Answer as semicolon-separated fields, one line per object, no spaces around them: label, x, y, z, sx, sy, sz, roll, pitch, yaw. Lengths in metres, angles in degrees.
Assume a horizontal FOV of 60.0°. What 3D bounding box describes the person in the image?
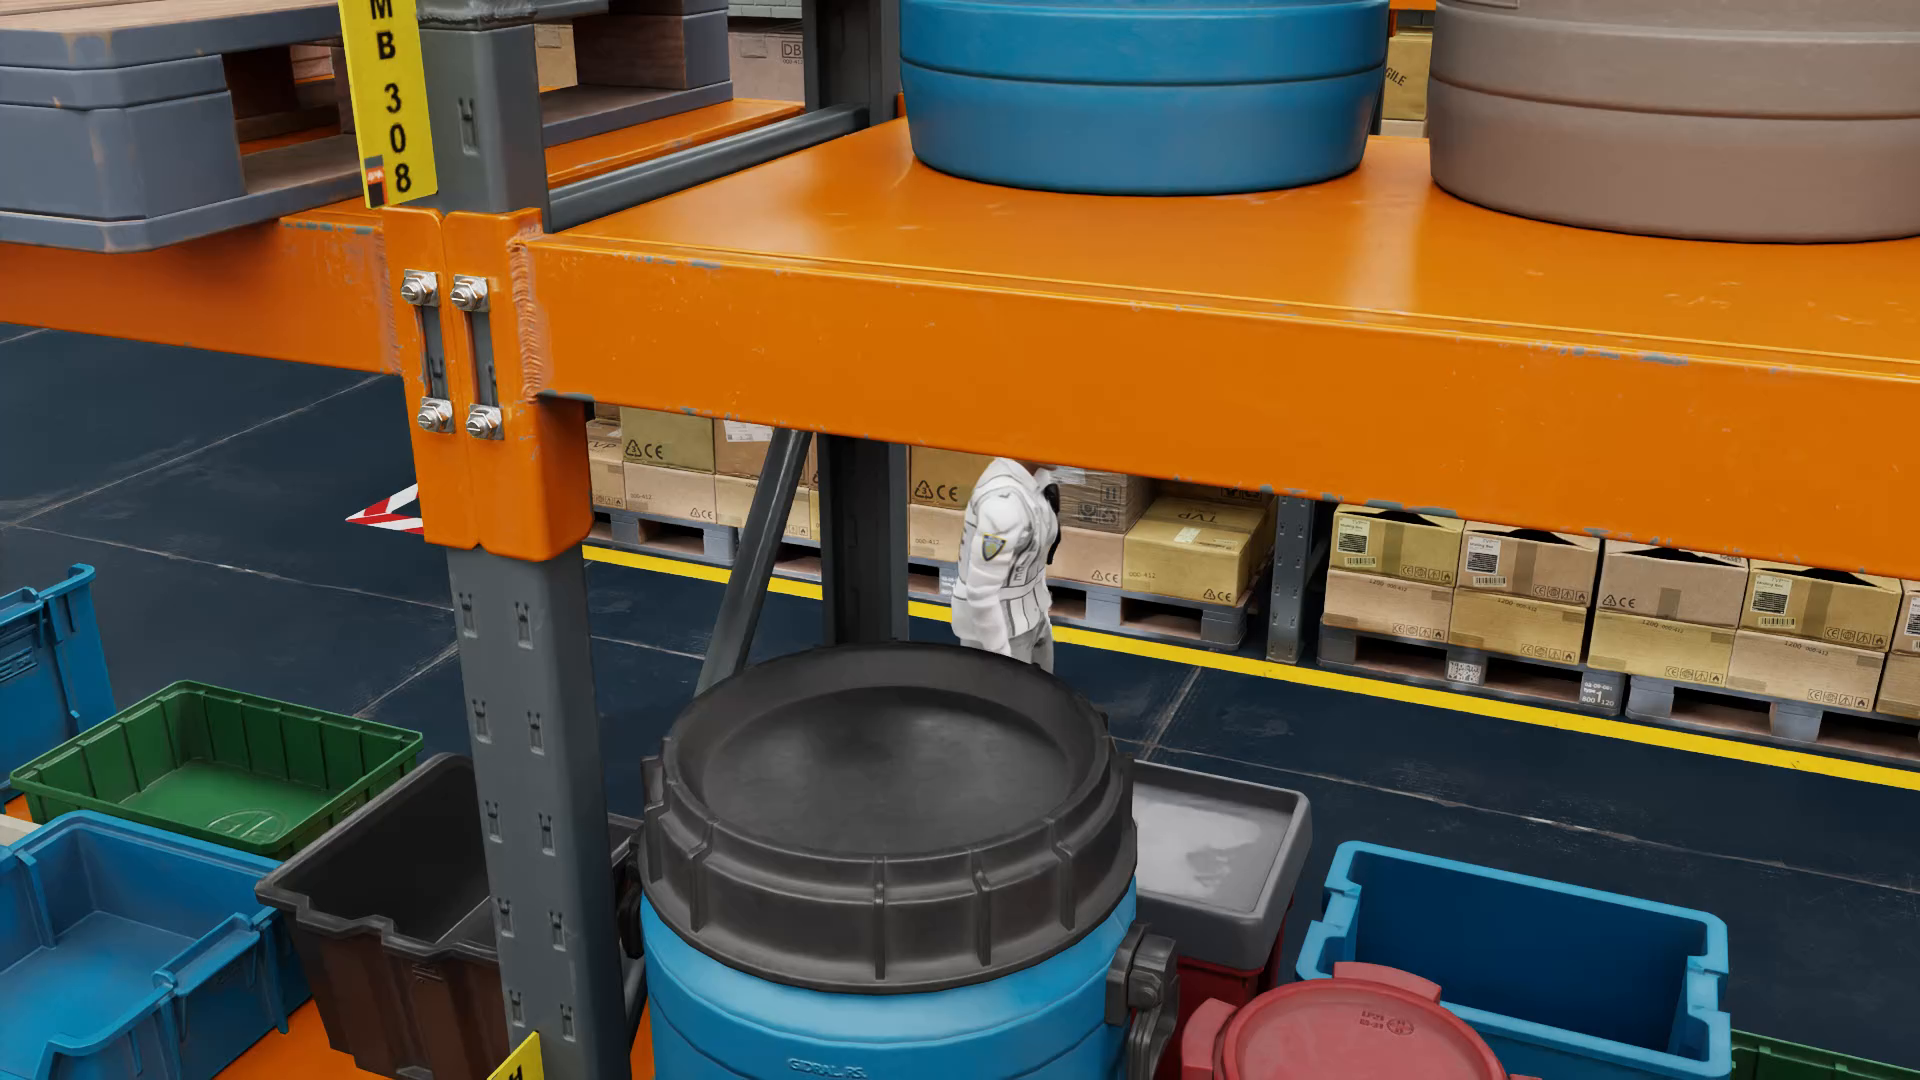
person;0.174;0.307;5.347;0.371;1.662;0.522;8;24;18
